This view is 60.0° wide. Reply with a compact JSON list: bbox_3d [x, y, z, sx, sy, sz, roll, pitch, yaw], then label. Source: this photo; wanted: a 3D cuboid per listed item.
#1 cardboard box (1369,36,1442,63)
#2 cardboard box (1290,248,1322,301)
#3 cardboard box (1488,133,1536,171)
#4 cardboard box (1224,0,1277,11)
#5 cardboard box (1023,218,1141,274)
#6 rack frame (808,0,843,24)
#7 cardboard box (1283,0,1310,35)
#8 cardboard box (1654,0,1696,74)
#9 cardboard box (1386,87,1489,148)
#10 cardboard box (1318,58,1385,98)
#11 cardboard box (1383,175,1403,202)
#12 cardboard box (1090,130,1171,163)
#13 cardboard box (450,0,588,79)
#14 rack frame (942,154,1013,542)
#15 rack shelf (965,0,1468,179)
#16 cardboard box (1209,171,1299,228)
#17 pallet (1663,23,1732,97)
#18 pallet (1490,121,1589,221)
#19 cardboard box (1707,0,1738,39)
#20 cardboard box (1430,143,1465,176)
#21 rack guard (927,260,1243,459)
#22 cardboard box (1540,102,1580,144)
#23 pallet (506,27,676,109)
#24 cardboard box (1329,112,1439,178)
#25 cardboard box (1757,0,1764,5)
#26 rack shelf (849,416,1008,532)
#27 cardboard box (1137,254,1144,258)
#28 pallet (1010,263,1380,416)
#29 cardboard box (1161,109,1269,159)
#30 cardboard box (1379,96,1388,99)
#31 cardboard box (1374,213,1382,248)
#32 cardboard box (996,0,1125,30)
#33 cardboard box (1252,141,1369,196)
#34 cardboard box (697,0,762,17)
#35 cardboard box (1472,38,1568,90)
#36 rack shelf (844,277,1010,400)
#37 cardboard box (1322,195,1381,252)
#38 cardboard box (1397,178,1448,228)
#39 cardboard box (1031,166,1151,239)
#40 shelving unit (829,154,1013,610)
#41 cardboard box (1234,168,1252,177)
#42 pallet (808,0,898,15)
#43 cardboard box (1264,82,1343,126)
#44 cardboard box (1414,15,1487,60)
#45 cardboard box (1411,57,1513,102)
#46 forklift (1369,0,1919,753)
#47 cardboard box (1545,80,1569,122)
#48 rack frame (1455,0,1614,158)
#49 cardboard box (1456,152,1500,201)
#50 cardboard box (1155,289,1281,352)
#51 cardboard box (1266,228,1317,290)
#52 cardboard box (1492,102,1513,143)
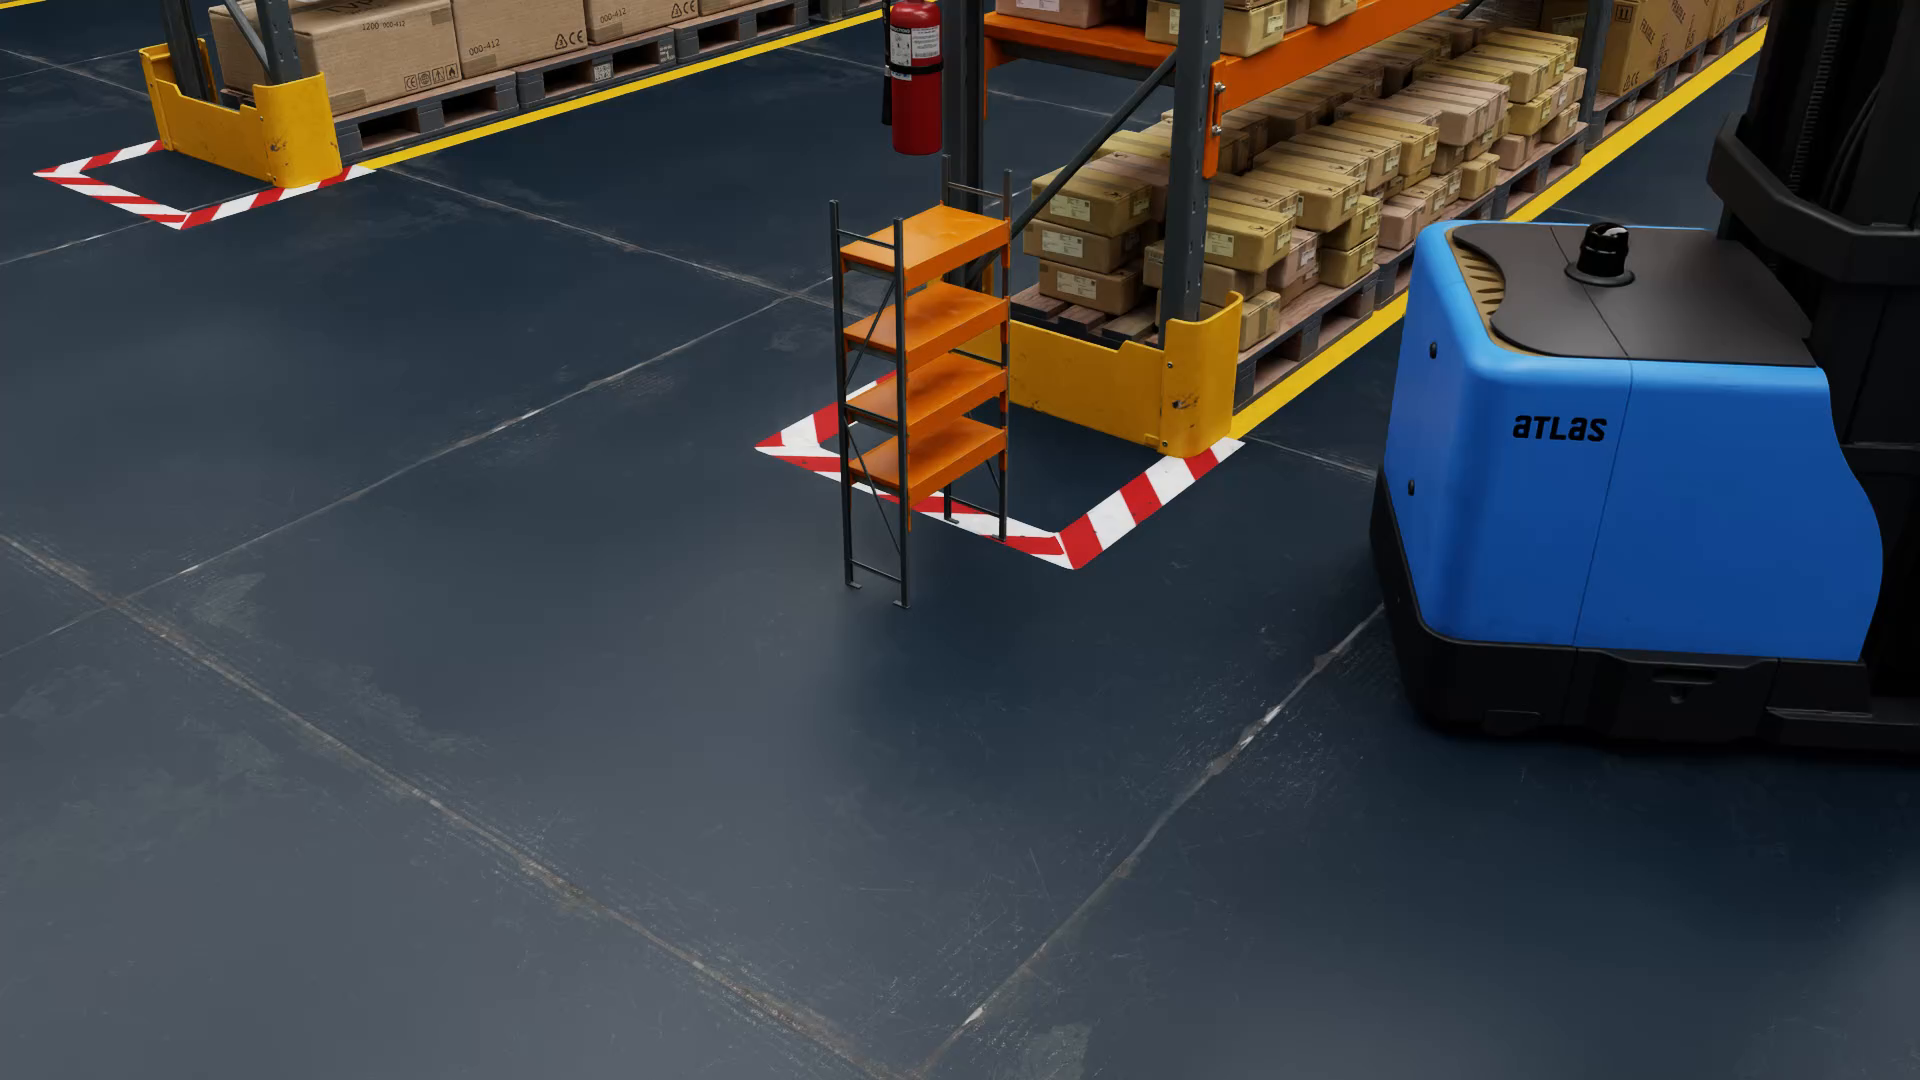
[{"bbox_3d":[2.090,-2.324,8.030,0.380,0.149,0.250,21,36,31],"label":"cardboard box"},{"bbox_3d":[1.184,-1.079,6.513,0.380,0.149,0.250,22,37,32],"label":"cardboard box"},{"bbox_3d":[2.493,-1.885,7.872,0.380,0.149,0.250,20,36,30],"label":"cardboard box"},{"bbox_3d":[0.866,-2.044,5.368,0.500,0.500,0.500,23,38,33],"label":"cardboard box"},{"bbox_3d":[0.466,-1.160,6.359,0.380,0.149,0.250,20,36,30],"label":"cardboard box"},{"bbox_3d":[-1.218,-4.884,10.549,1.000,3.000,0.127,21,37,31],"label":"rack frame"},{"bbox_3d":[0.953,-1.815,5.617,0.380,0.149,0.250,23,37,33],"label":"cardboard box"},{"bbox_3d":[3.765,-2.941,9.311,0.500,0.500,0.500,23,38,33],"label":"cardboard box"},{"bbox_3d":[2.054,-1.834,7.204,0.380,0.149,0.250,20,36,30],"label":"cardboard box"},{"bbox_3d":[1.732,-2.133,7.707,0.380,0.149,0.250,22,37,32],"label":"cardboard box"},{"bbox_3d":[1.640,-1.544,7.005,0.380,0.149,0.250,23,38,34],"label":"cardboard box"},{"bbox_3d":[0.745,-1.508,6.653,0.380,0.149,0.250,20,36,30],"label":"cardboard box"},{"bbox_3d":[-2.768,-3.010,9.488,0.875,0.438,0.875,22,37,33],"label":"cardboard box"},{"bbox_3d":[0.047,-0.548,4.998,0.240,1.200,0.015,21,37,31],"label":"rack frame"},{"bbox_3d":[1.582,-2.279,6.860,1.077,0.370,4.000,21,37,31],"label":"rack shelf"},{"bbox_3d":[1.033,-1.244,6.207,0.380,0.149,0.250,22,37,32],"label":"cardboard box"},{"bbox_3d":[3.995,-3.017,10.134,1.003,0.211,1.213,21,37,31],"label":"pallet"},{"bbox_3d":[2.413,-1.918,8.280,1.003,0.211,1.213,21,37,31],"label":"pallet"},{"bbox_3d":[4.393,-3.355,10.009,0.500,0.500,0.500,19,36,29],"label":"cardboard box"},{"bbox_3d":[2.006,-1.746,7.346,0.380,0.149,0.250,19,36,29],"label":"cardboard box"},{"bbox_3d":[0.421,-0.731,5.994,1.175,0.500,0.348,21,37,31],"label":"rack guard"},{"bbox_3d":[2.825,-2.092,8.222,0.380,0.149,0.250,22,37,32],"label":"cardboard box"},{"bbox_3d":[-2.475,-2.901,9.939,1.003,0.211,1.213,21,37,31],"label":"pallet"},{"bbox_3d":[1.741,-1.636,6.868,0.380,0.149,0.250,22,37,32],"label":"cardboard box"},{"bbox_3d":[5.015,-3.785,10.734,0.500,0.500,0.500,21,37,31],"label":"cardboard box"},{"bbox_3d":[-0.100,-0.220,4.966,0.258,0.148,0.480,21,37,31],"label":"rack shelf"},{"bbox_3d":[0.601,-1.144,6.623,0.380,0.149,0.250,22,37,33],"label":"cardboard box"},{"bbox_3d":[0.940,-0.927,6.606,1.003,0.211,1.213,21,37,31],"label":"pallet"},{"bbox_3d":[1.070,-1.720,7.011,0.380,0.149,0.250,23,37,33],"label":"cardboard box"},{"bbox_3d":[1.951,-2.086,7.920,0.380,0.149,0.250,19,36,29],"label":"cardboard box"},{"bbox_3d":[1.503,-1.282,6.856,0.380,0.149,0.250,21,37,31],"label":"cardboard box"},{"bbox_3d":[0.347,-1.887,5.739,0.380,0.149,0.250,21,37,31],"label":"cardboard box"},{"bbox_3d":[1.371,-1.433,6.526,0.380,0.149,0.250,19,36,29],"label":"cardboard box"},{"bbox_3d":[-1.682,-3.740,10.720,0.875,0.438,0.875,21,36,31],"label":"cardboard box"},{"bbox_3d":[2.660,-2.271,7.941,0.380,0.149,0.250,22,37,32],"label":"cardboard box"},{"bbox_3d":[-0.100,-0.583,4.751,0.258,0.148,0.480,21,37,31],"label":"rack shelf"},{"bbox_3d":[1.425,-1.284,6.566,0.380,0.149,0.250,22,37,33],"label":"cardboard box"},{"bbox_3d":[1.870,-1.477,7.185,0.380,0.149,0.250,21,37,31],"label":"cardboard box"},{"bbox_3d":[0.493,-1.279,6.267,0.380,0.149,0.250,22,37,32],"label":"cardboard box"},{"bbox_3d":[-0.100,-0.449,4.830,0.258,1.200,0.503,21,37,31],"label":"shelving unit"},{"bbox_3d":[1.023,-1.450,6.847,0.380,0.149,0.250,21,36,31],"label":"cardboard box"},{"bbox_3d":[-0.812,-4.021,11.828,1.003,0.211,1.213,21,37,31],"label":"pallet"},{"bbox_3d":[1.453,-1.908,7.329,0.380,0.149,0.250,21,37,32],"label":"cardboard box"},{"bbox_3d":[2.417,-2.536,8.387,0.380,0.149,0.250,23,38,33],"label":"cardboard box"},{"bbox_3d":[2.297,-2.086,7.629,0.380,0.149,0.250,22,37,33],"label":"cardboard box"},{"bbox_3d":[2.731,-0.928,3.940,3.031,2.935,1.130,3,31,5],"label":"forklift"},{"bbox_3d":[2.700,-2.144,8.019,0.380,0.149,0.250,19,36,29],"label":"cardboard box"},{"bbox_3d":[2.790,-3.402,8.048,1.000,3.000,0.127,21,37,31],"label":"rack frame"},{"bbox_3d":[2.200,-1.671,7.512,0.380,0.149,0.250,21,37,31],"label":"cardboard box"},{"bbox_3d":[0.947,-0.845,6.117,0.380,0.149,0.250,22,37,32],"label":"cardboard box"},{"bbox_3d":[1.106,-1.086,6.233,0.380,0.149,0.250,21,37,31],"label":"cardboard box"},{"bbox_3d":[2.322,-1.958,7.705,0.380,0.149,0.250,21,37,32],"label":"cardboard box"}]
